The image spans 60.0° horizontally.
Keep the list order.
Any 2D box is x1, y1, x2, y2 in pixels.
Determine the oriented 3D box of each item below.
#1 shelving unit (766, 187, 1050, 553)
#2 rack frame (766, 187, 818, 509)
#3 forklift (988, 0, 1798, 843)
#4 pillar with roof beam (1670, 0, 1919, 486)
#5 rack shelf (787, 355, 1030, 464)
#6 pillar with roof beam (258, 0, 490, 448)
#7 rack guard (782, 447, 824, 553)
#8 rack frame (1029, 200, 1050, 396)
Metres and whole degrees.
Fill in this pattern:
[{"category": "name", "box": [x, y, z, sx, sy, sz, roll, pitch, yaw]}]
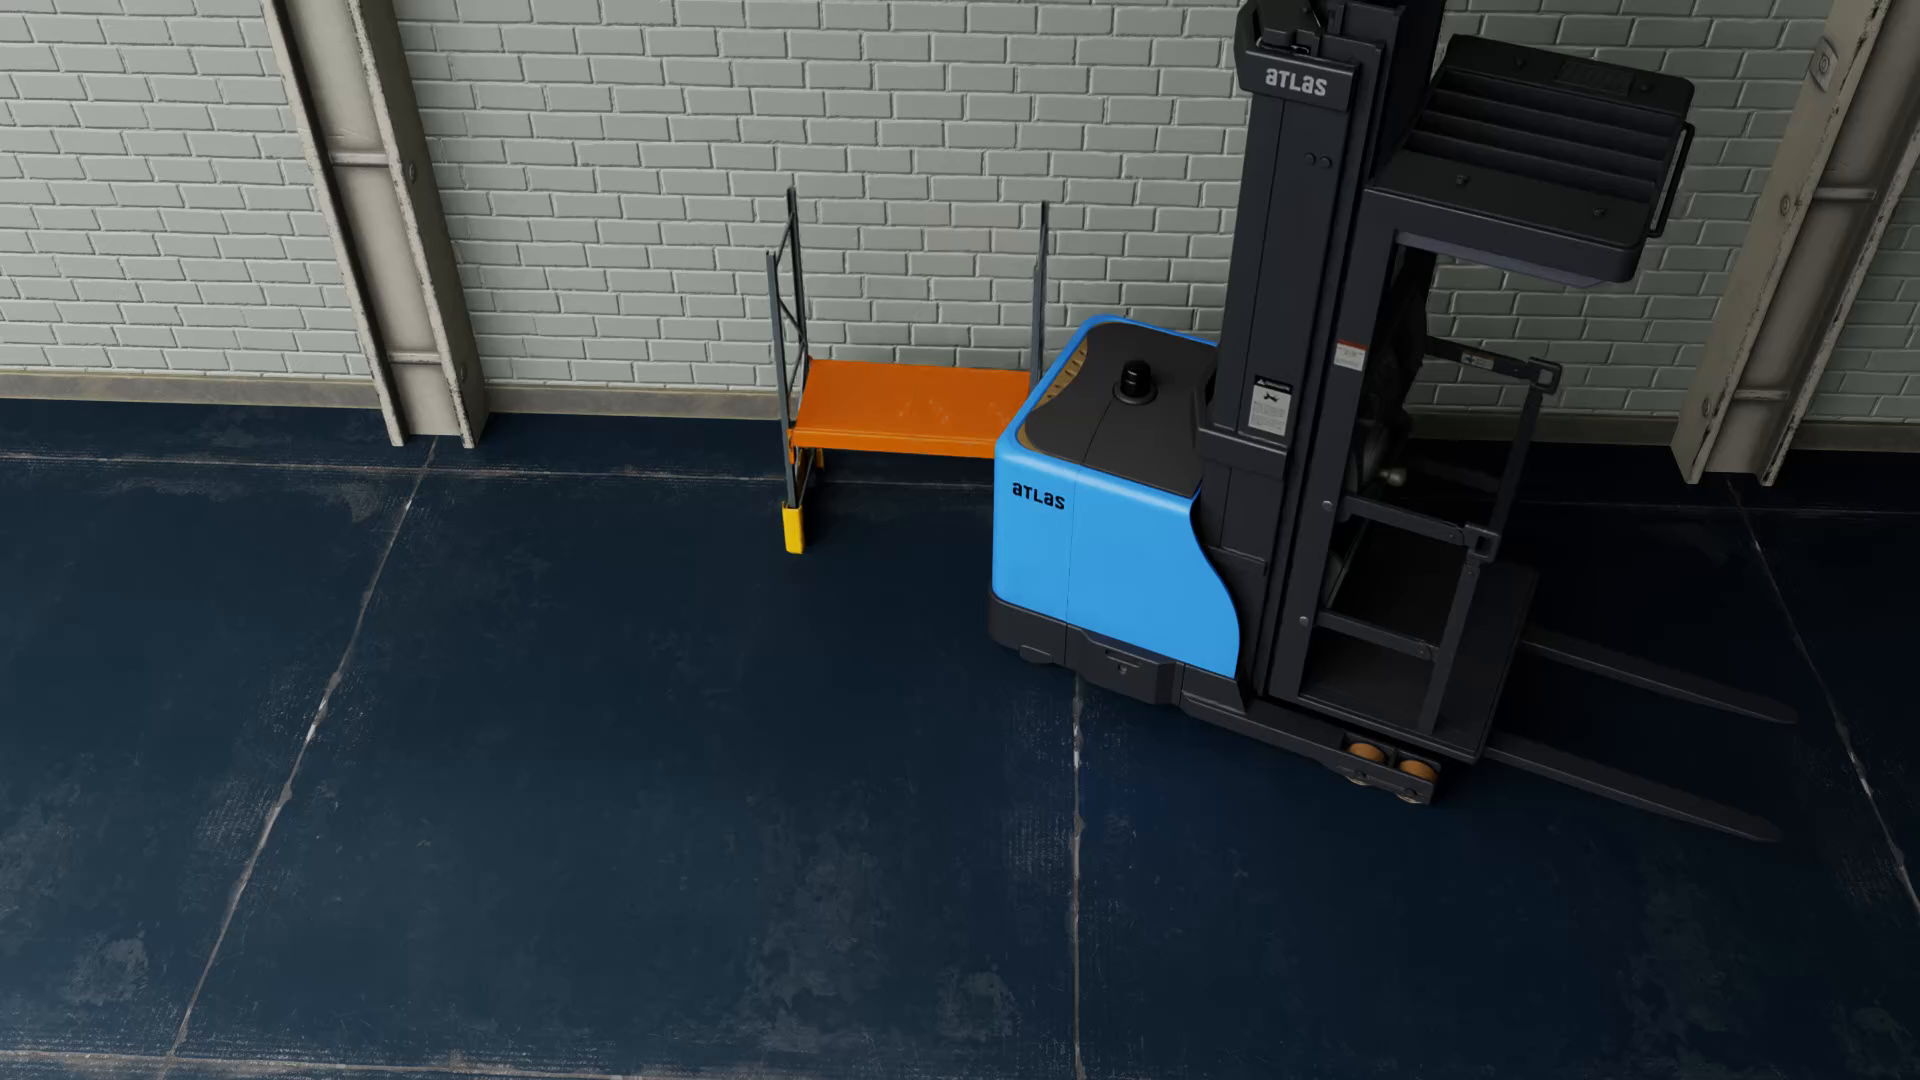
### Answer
[{"category": "shelving unit", "box": [-0.199, -0.660, 6.944, 1.083, 1.500, 0.587, 4, 43, 4]}, {"category": "rack frame", "box": [-0.696, -0.693, 6.979, 0.032, 1.500, 0.500, 4, 43, 4]}, {"category": "forklift", "box": [1.671, -0.497, 5.718, 3.031, 2.935, 1.130, 18, 46, 19]}, {"category": "pillar with roof beam", "box": [3.336, -0.719, 1.505, 0.400, 9.000, 9.100, 2, 43, 2]}, {"category": "rack shelf", "box": [-0.190, -0.528, 7.066, 1.000, 0.185, 0.538, 4, 43, 4]}, {"category": "pillar with roof beam", "box": [-2.658, -0.903, 1.703, 0.400, 9.000, 9.100, 2, 43, 2]}, {"category": "rack guard", "box": [-0.695, -0.236, 7.405, 0.087, 0.250, 0.587, 4, 43, 4]}, {"category": "rack frame", "box": [0.316, -0.626, 6.907, 0.032, 1.500, 0.500, 4, 43, 4]}]
